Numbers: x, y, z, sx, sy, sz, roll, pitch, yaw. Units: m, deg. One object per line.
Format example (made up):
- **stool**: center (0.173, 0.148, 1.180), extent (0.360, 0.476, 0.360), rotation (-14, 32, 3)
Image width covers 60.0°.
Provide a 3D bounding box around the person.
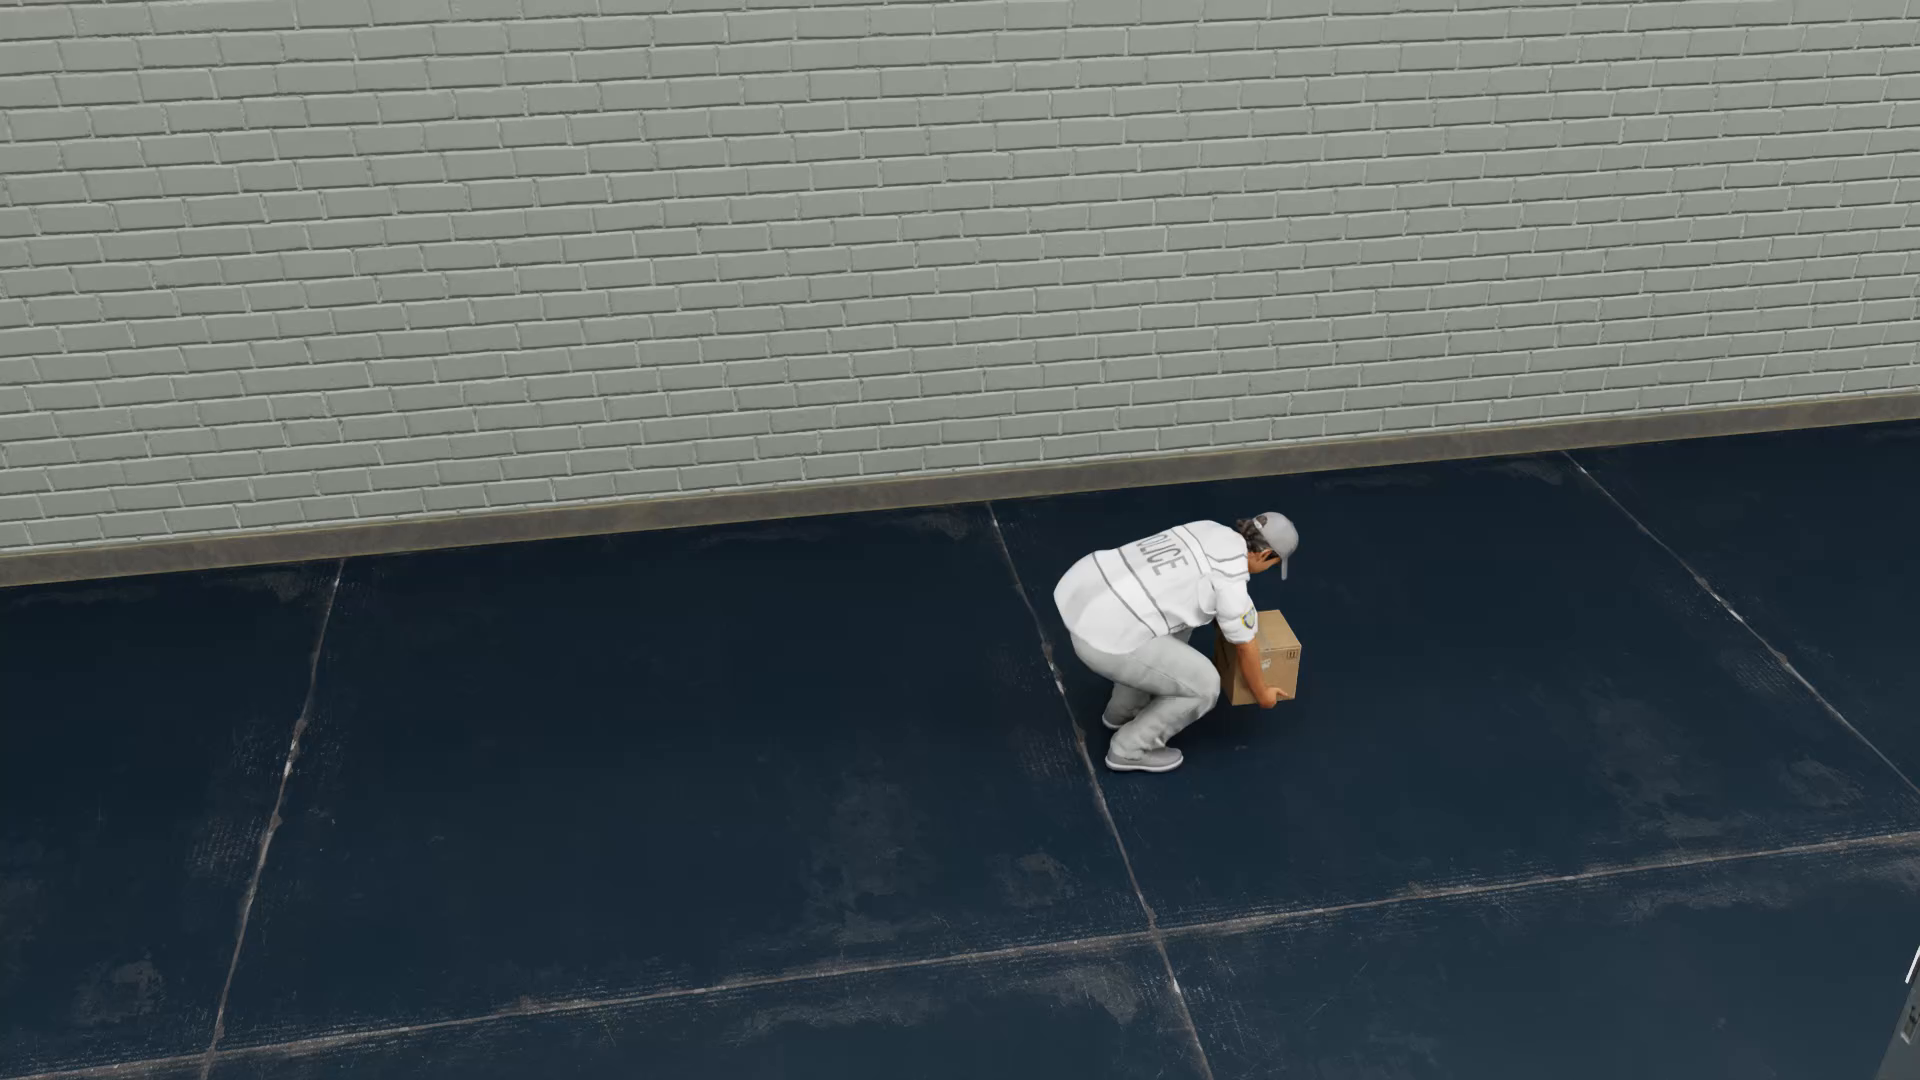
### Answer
- **person**: center (0.808, 0.368, 6.227), extent (0.914, 0.942, 0.509), rotation (-6, 31, -11)
